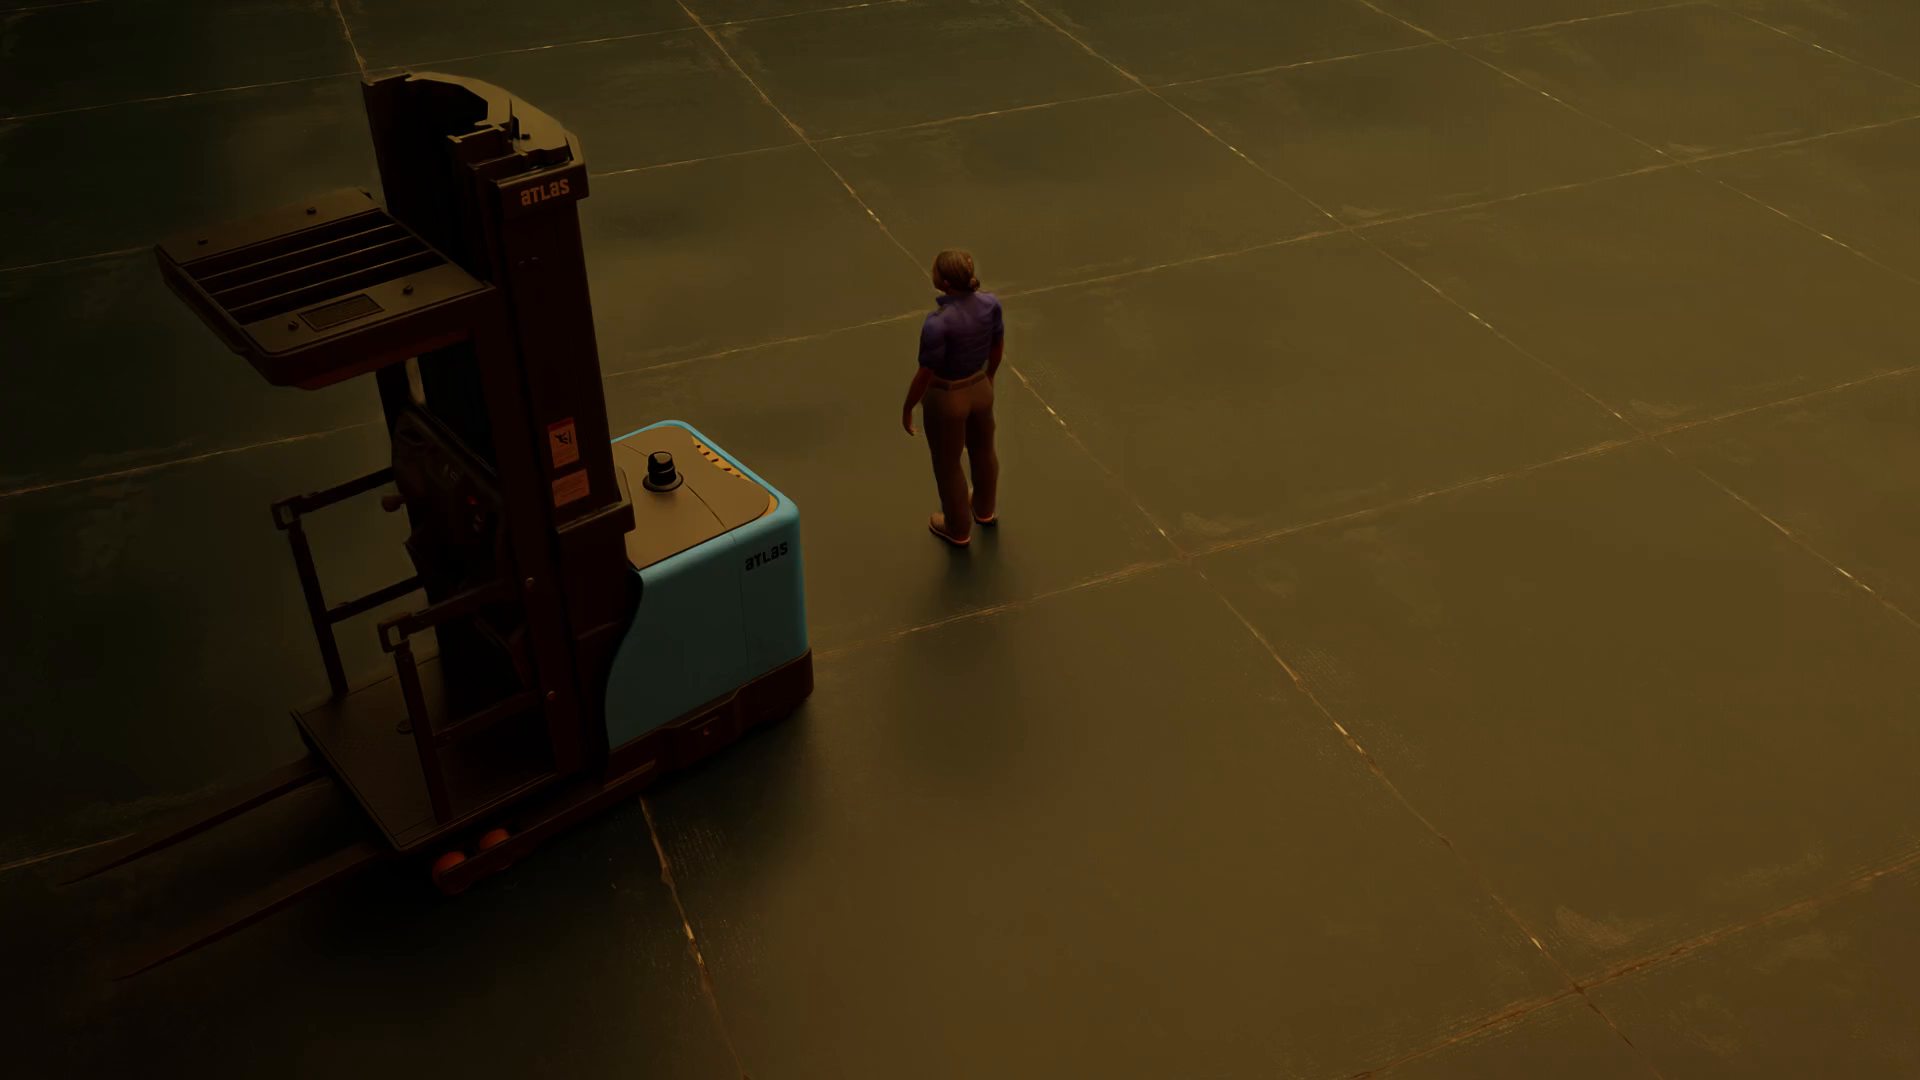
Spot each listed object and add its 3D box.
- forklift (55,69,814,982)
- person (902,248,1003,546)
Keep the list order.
[{"bbox_3d":[-2.120,-0.129,6.281,3.031,2.935,1.130,-26,43,-31],"label":"forklift"},{"bbox_3d":[-0.028,-0.718,8.210,0.630,1.658,0.412,-27,43,-33],"label":"person"}]
